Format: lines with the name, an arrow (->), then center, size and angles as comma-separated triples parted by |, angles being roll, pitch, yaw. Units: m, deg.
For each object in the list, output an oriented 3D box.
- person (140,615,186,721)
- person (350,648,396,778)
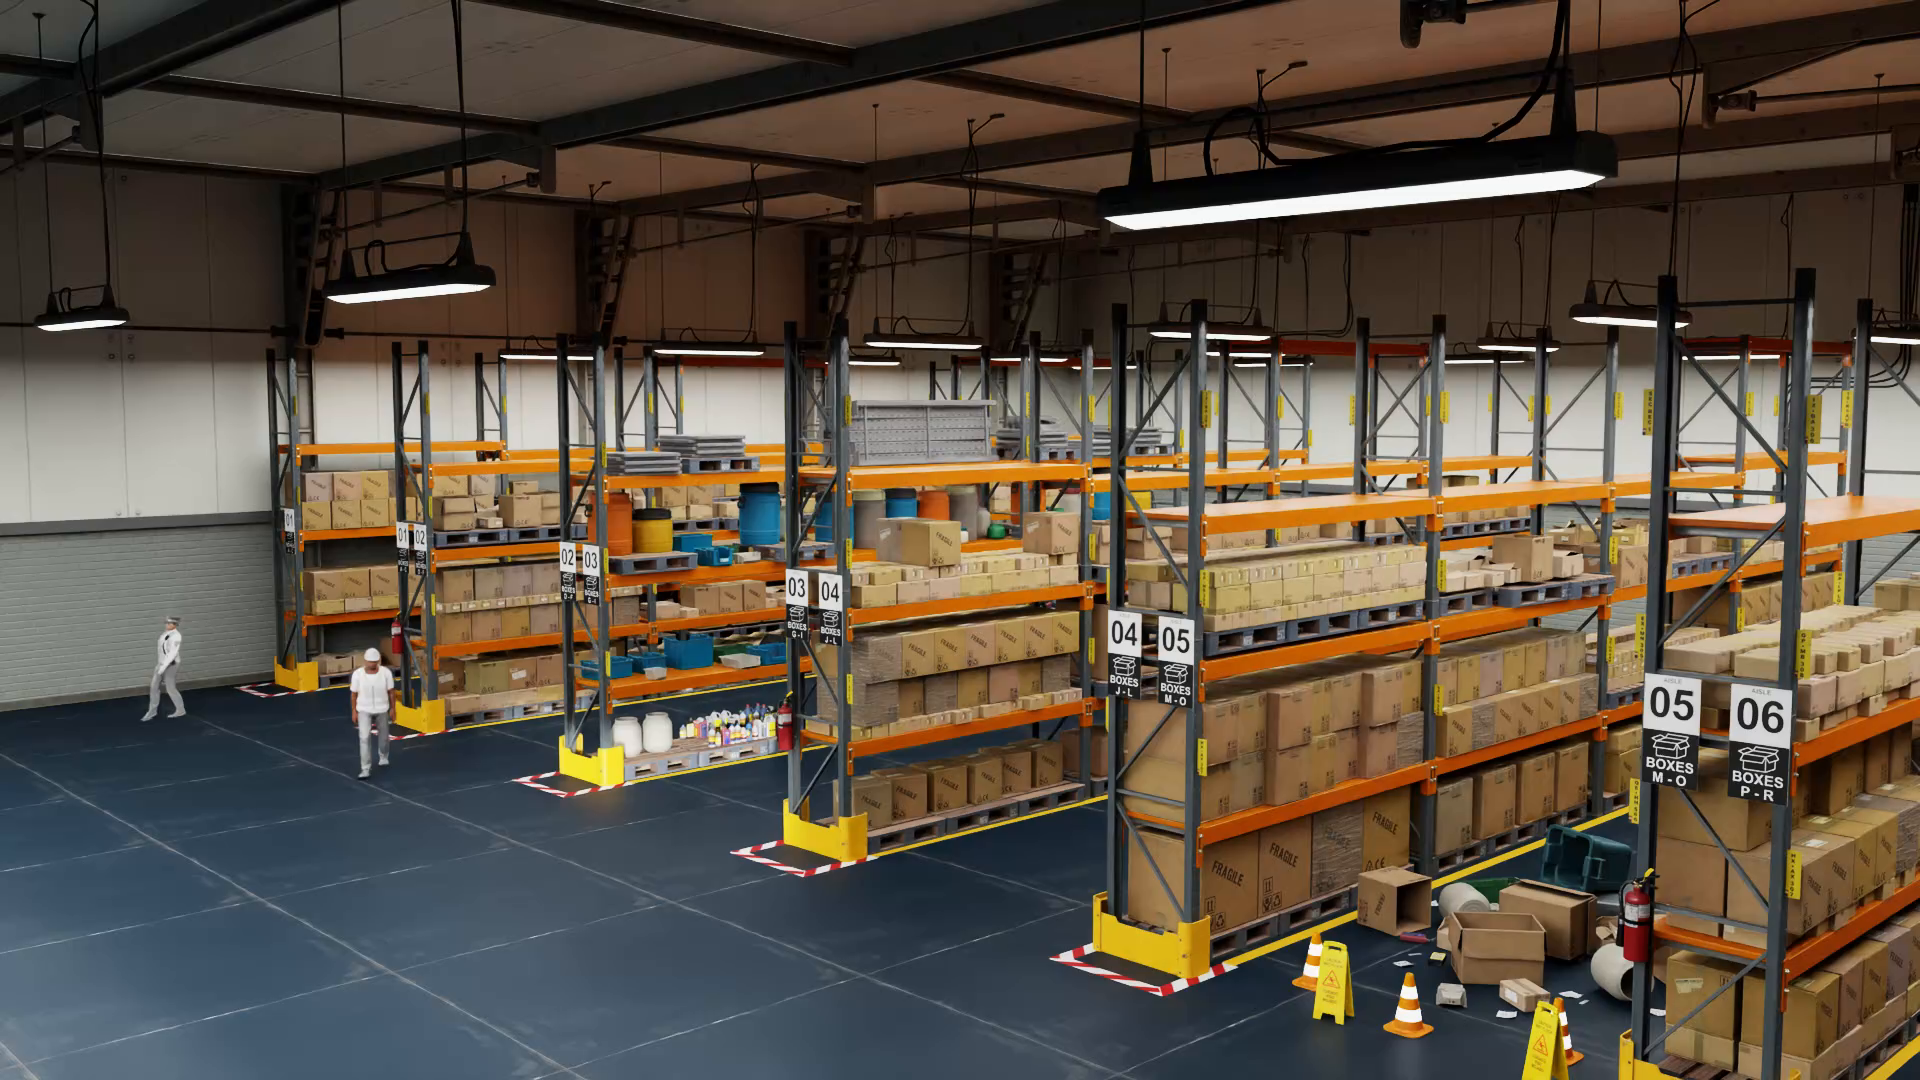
person -> -12.770, 2.047, 26.607 | 0.510, 1.706, 0.642 | 4, 7, 40
person -> -8.047, 2.331, 22.812 | 0.574, 1.739, 0.894 | -2, 6, -27
